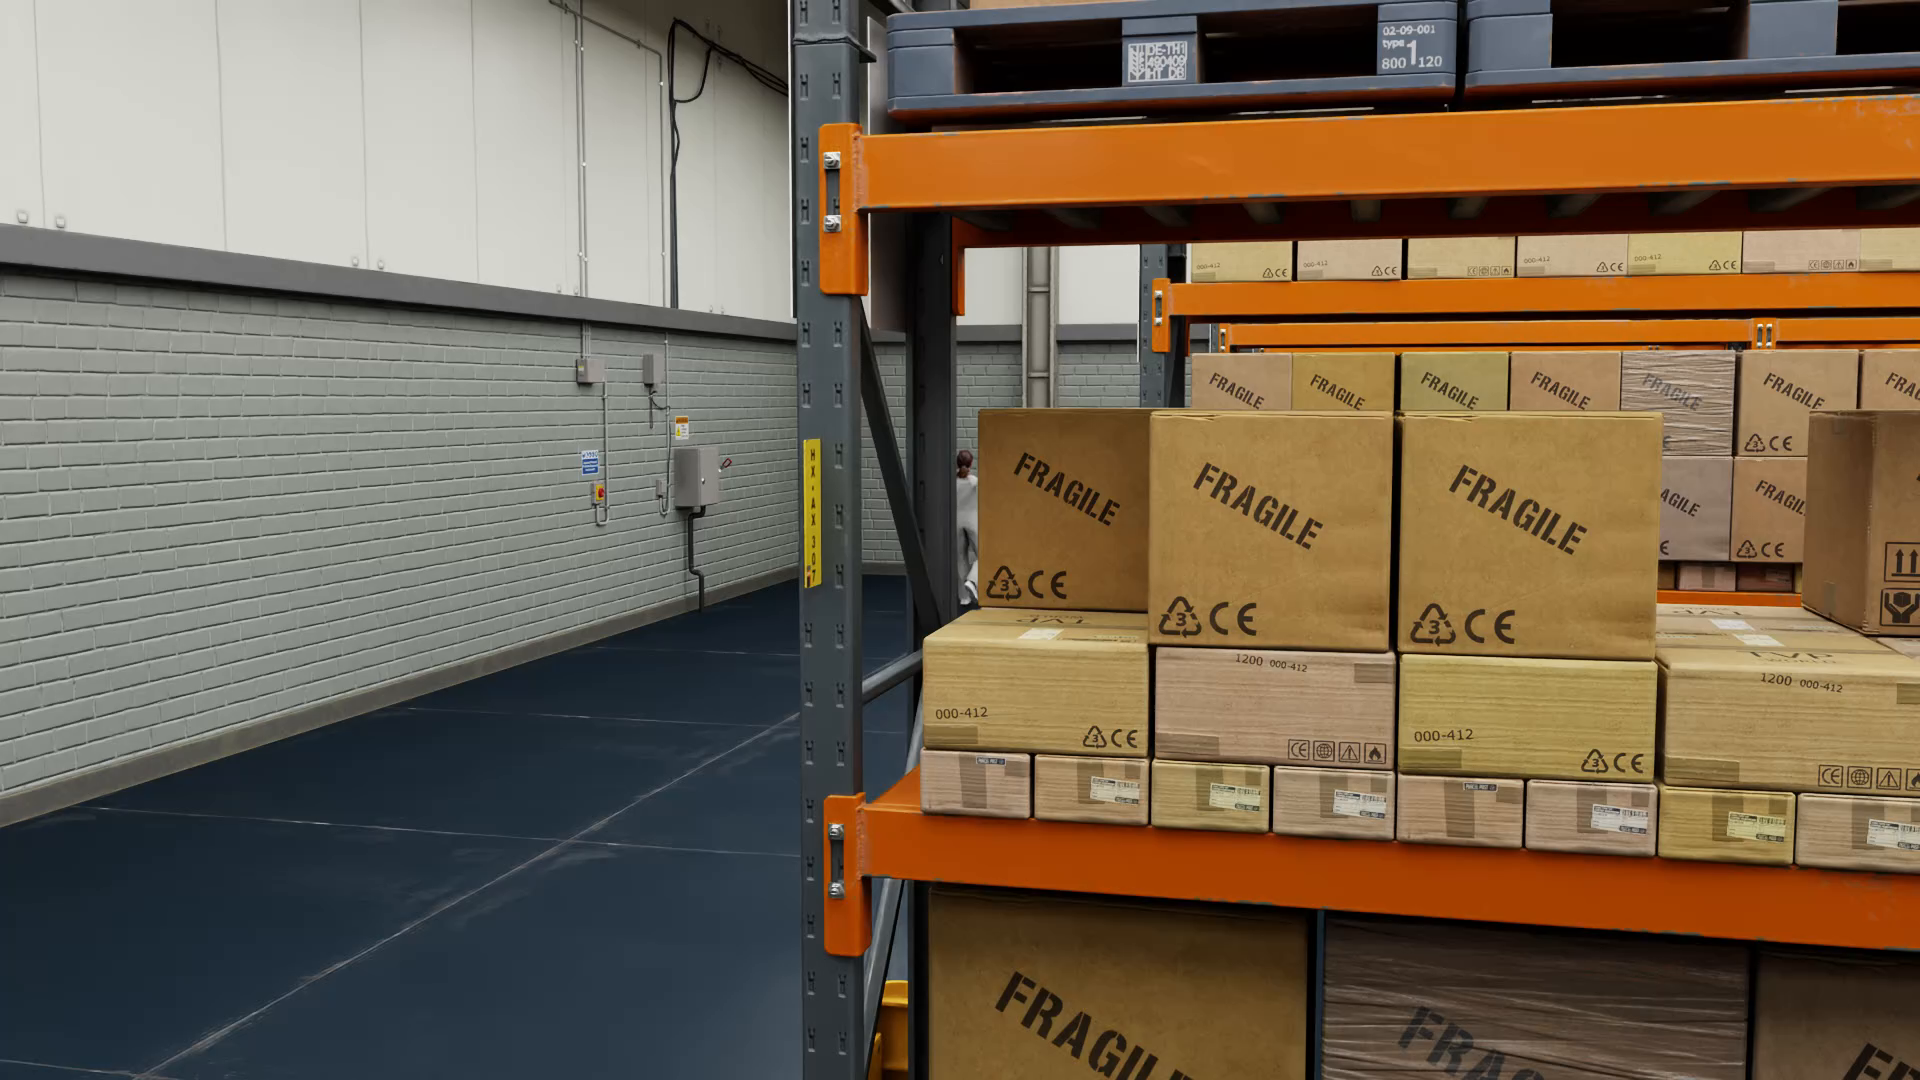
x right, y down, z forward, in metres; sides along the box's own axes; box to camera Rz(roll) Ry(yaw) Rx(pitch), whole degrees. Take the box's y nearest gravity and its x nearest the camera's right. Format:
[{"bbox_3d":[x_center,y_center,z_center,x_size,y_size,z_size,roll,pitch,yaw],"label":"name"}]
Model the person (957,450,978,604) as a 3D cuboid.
[{"bbox_3d":[0.075,-0.121,17.534,0.470,1.653,0.752,1,5,16],"label":"person"}]
